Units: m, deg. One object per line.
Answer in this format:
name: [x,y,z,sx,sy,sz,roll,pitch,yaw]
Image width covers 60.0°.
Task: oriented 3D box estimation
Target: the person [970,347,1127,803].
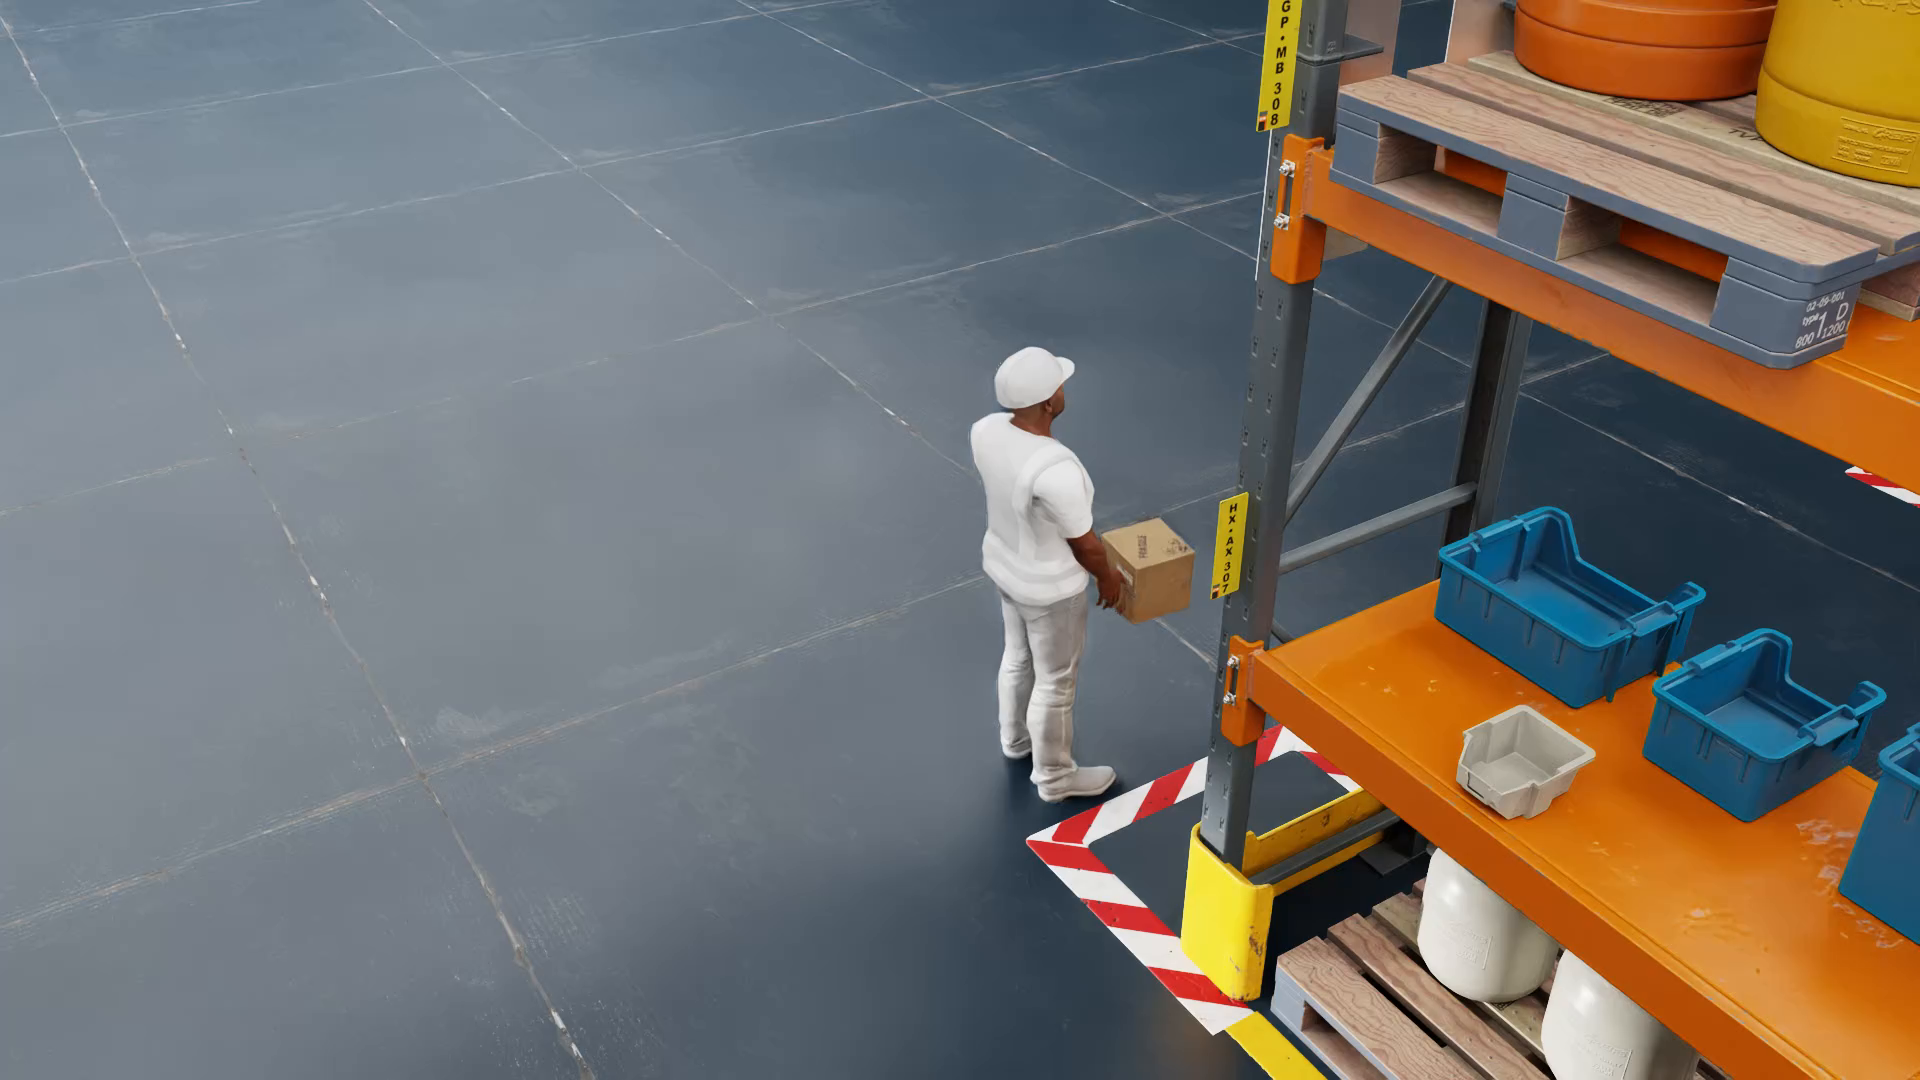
person: [0.313,0.112,5.927,0.464,1.778,0.554,-17,36,-25]
